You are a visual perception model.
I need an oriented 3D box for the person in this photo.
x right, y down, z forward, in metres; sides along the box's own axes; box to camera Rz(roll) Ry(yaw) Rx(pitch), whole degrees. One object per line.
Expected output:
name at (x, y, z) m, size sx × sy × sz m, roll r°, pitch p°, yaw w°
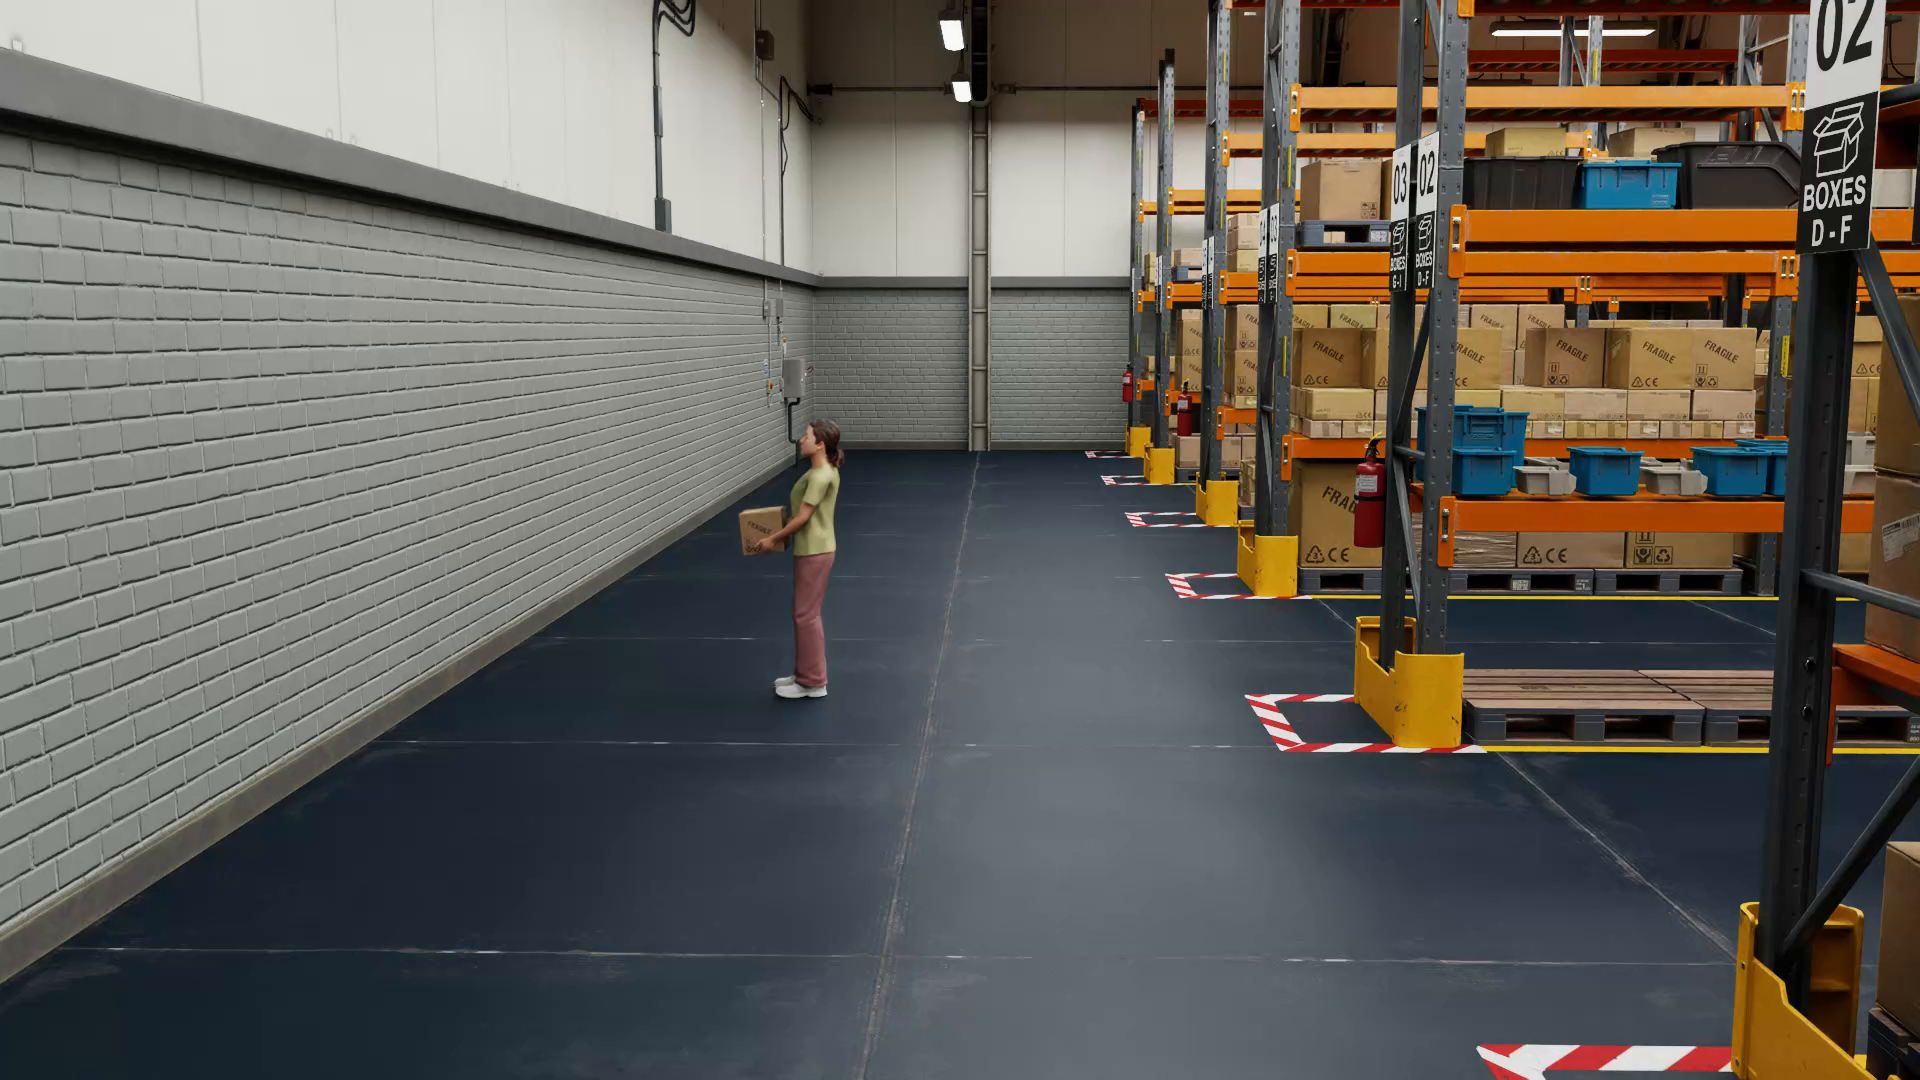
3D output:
person at (-0.956, 0.120, 9.970) m, size 0.531 × 1.641 × 0.435 m, roll 0°, pitch 7°, yaw -2°
